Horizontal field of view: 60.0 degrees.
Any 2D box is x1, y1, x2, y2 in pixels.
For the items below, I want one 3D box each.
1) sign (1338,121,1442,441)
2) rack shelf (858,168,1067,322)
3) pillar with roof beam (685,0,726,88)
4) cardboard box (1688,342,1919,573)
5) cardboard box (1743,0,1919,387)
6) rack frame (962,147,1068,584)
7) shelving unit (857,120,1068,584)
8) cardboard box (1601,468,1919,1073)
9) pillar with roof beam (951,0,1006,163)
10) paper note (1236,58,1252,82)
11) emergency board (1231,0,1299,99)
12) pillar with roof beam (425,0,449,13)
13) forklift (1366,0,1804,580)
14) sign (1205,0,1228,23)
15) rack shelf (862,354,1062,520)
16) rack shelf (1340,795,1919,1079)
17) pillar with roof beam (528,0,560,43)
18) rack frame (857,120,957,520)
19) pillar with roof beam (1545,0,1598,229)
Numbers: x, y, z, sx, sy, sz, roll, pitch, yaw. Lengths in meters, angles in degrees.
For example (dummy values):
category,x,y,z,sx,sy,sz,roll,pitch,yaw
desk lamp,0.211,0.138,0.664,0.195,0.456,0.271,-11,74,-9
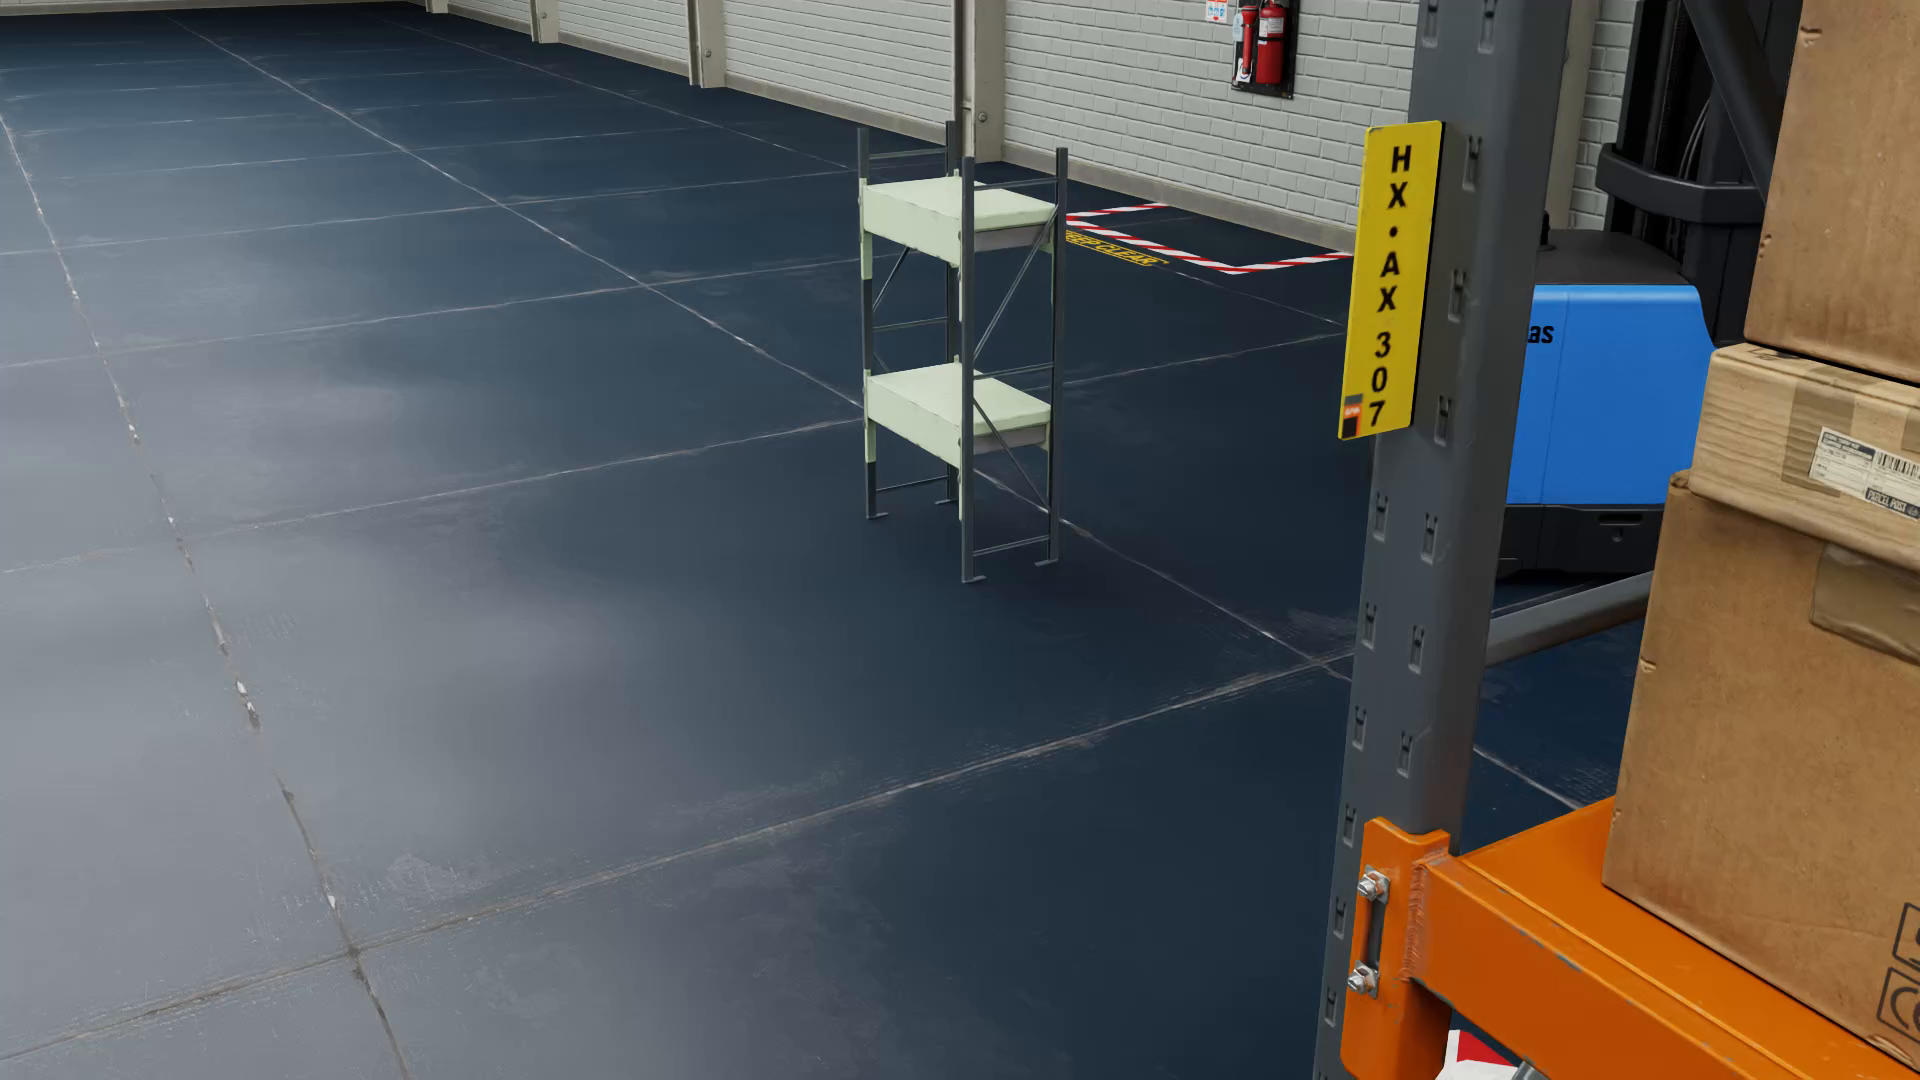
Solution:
category,x,y,z,sx,sy,sz,roll,pitch,yaw
sign,0.445,-0.266,1.727,0.100,0.325,0.005,-13,25,-28
rack shelf,-0.003,-1.058,5.887,0.431,0.370,0.720,-13,25,-28
pillar with roof beam,-6.612,-8.605,15.530,9.100,9.000,0.400,-13,25,-28
cardboard box,0.941,-0.111,1.607,0.380,0.149,0.250,-13,25,-29
cardboard box,1.180,-0.409,1.480,0.700,0.500,0.500,-13,25,-28
rack frame,0.184,-0.578,5.743,0.400,1.500,0.023,-13,25,-28
shelving unit,-0.003,-0.697,6.034,0.431,1.500,0.755,-13,25,-28
cardboard box,1.153,0.174,1.766,0.700,0.500,0.500,-13,25,-28
pillar with roof beam,-3.547,-6.662,10.752,9.100,9.000,0.400,-13,25,-28
paper note,1.958,-3.239,11.466,0.016,0.148,0.142,-13,25,-28
emergency board,1.989,-3.576,11.126,0.194,1.169,0.643,-13,25,-28
pillar with roof beam,-12.742,-12.489,25.087,9.100,9.000,0.400,-13,25,-28
forklift,3.163,-1.387,5.832,3.031,2.935,1.130,0,22,0
sign,1.795,-3.792,11.609,0.001,0.329,0.234,-13,25,-28
rack shelf,-0.003,-0.395,6.157,0.431,0.370,0.720,-13,25,-28
rack shelf,1.947,1.048,0.705,1.077,0.370,4.000,-13,25,-28
pillar with roof beam,-9.677,-10.547,20.309,9.100,9.000,0.400,-13,25,-28
rack frame,-0.190,-0.815,6.326,0.400,1.500,0.023,-13,25,-28
pillar with roof beam,-0.482,-4.720,5.973,9.100,9.000,0.400,-13,25,-28
